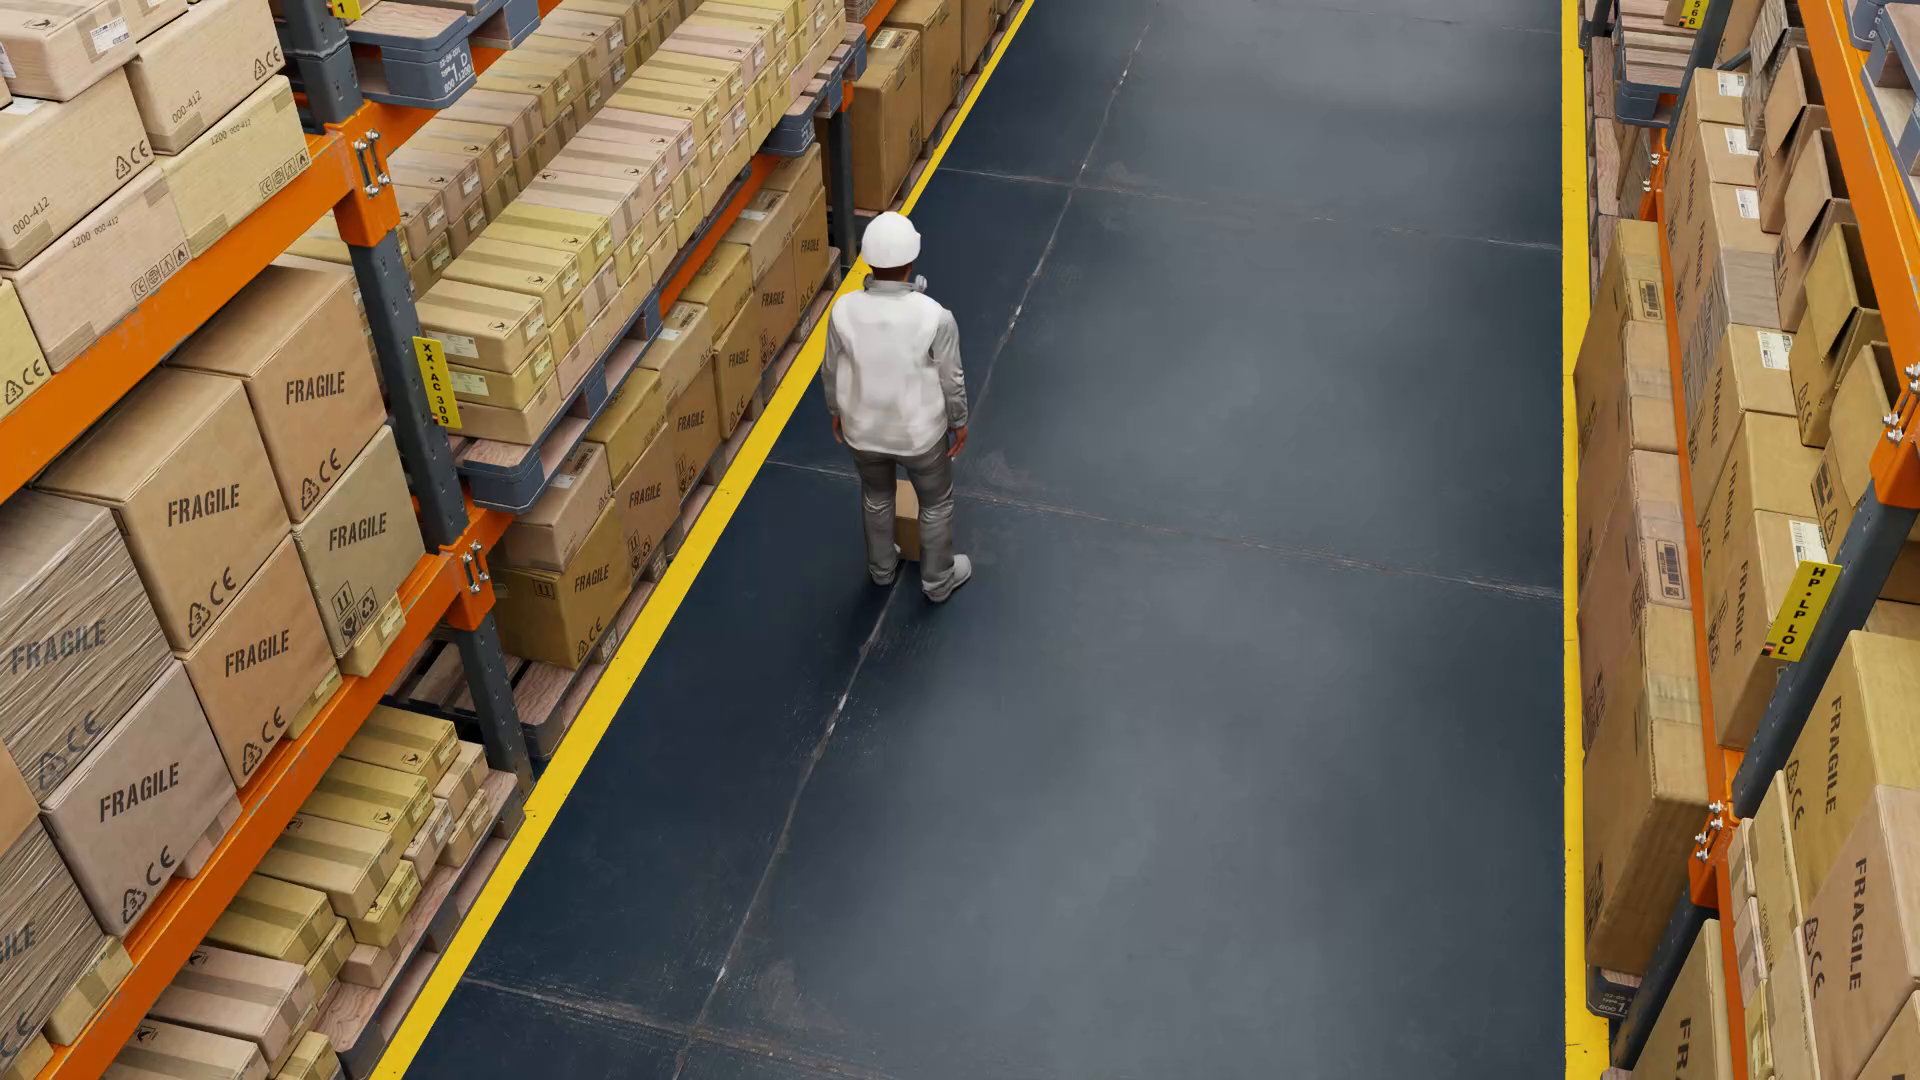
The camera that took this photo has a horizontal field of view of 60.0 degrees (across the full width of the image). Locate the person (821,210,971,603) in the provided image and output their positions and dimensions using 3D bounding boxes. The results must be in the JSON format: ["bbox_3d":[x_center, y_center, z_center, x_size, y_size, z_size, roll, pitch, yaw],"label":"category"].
[{"bbox_3d":[-0.253,-0.496,6.713,0.588,1.771,0.465,9,42,10],"label":"person"}]
